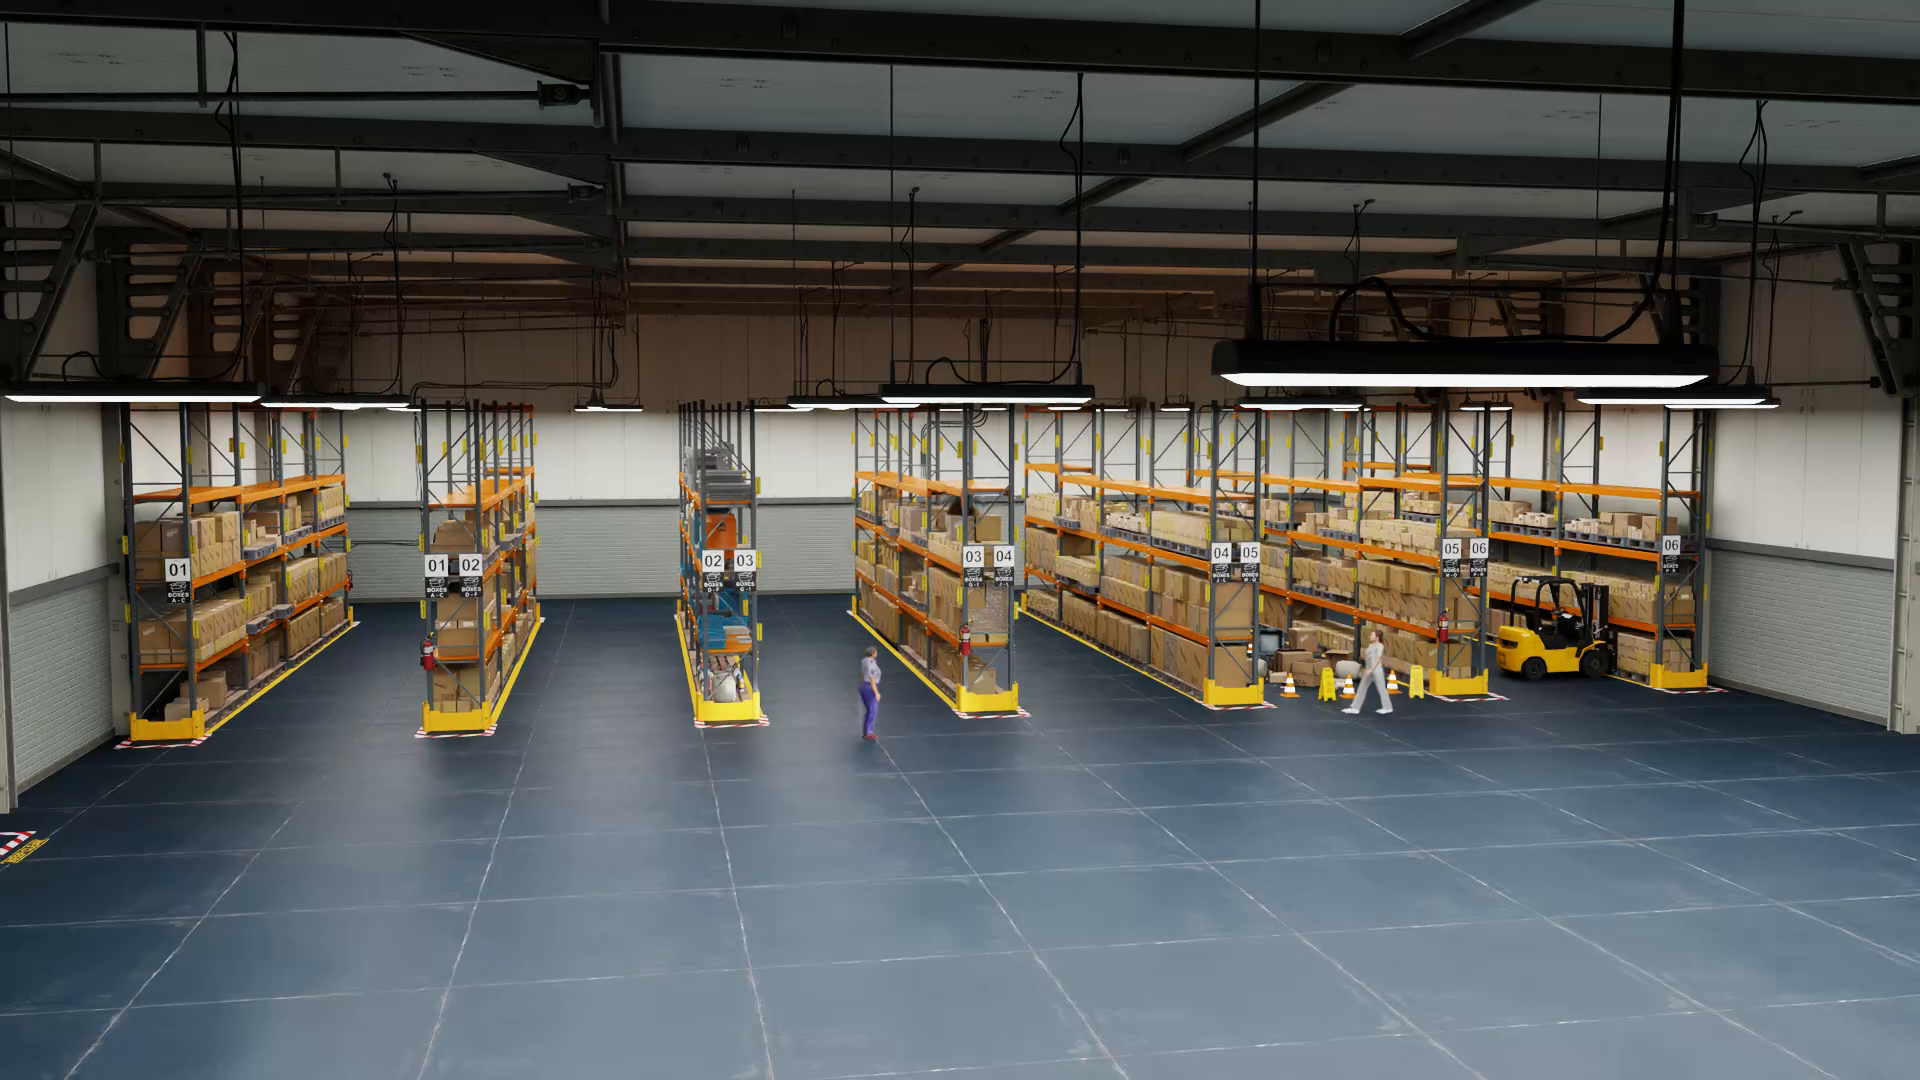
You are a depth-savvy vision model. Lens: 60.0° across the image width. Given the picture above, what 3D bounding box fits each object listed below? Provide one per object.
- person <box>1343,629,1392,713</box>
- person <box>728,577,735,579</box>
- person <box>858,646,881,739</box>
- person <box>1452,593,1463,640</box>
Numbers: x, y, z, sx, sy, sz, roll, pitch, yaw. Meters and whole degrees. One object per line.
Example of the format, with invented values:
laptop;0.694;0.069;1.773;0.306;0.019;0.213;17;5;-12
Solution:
person;7.801;2.505;31.587;0.968;1.620;0.455;-2;5;-23
person;-6.762;1.221;49.567;0.411;1.499;0.409;1;5;19
person;-1.605;2.722;29.502;0.374;1.717;0.560;-1;4;-10
person;11.436;2.000;38.277;0.412;1.694;0.510;1;4;14
